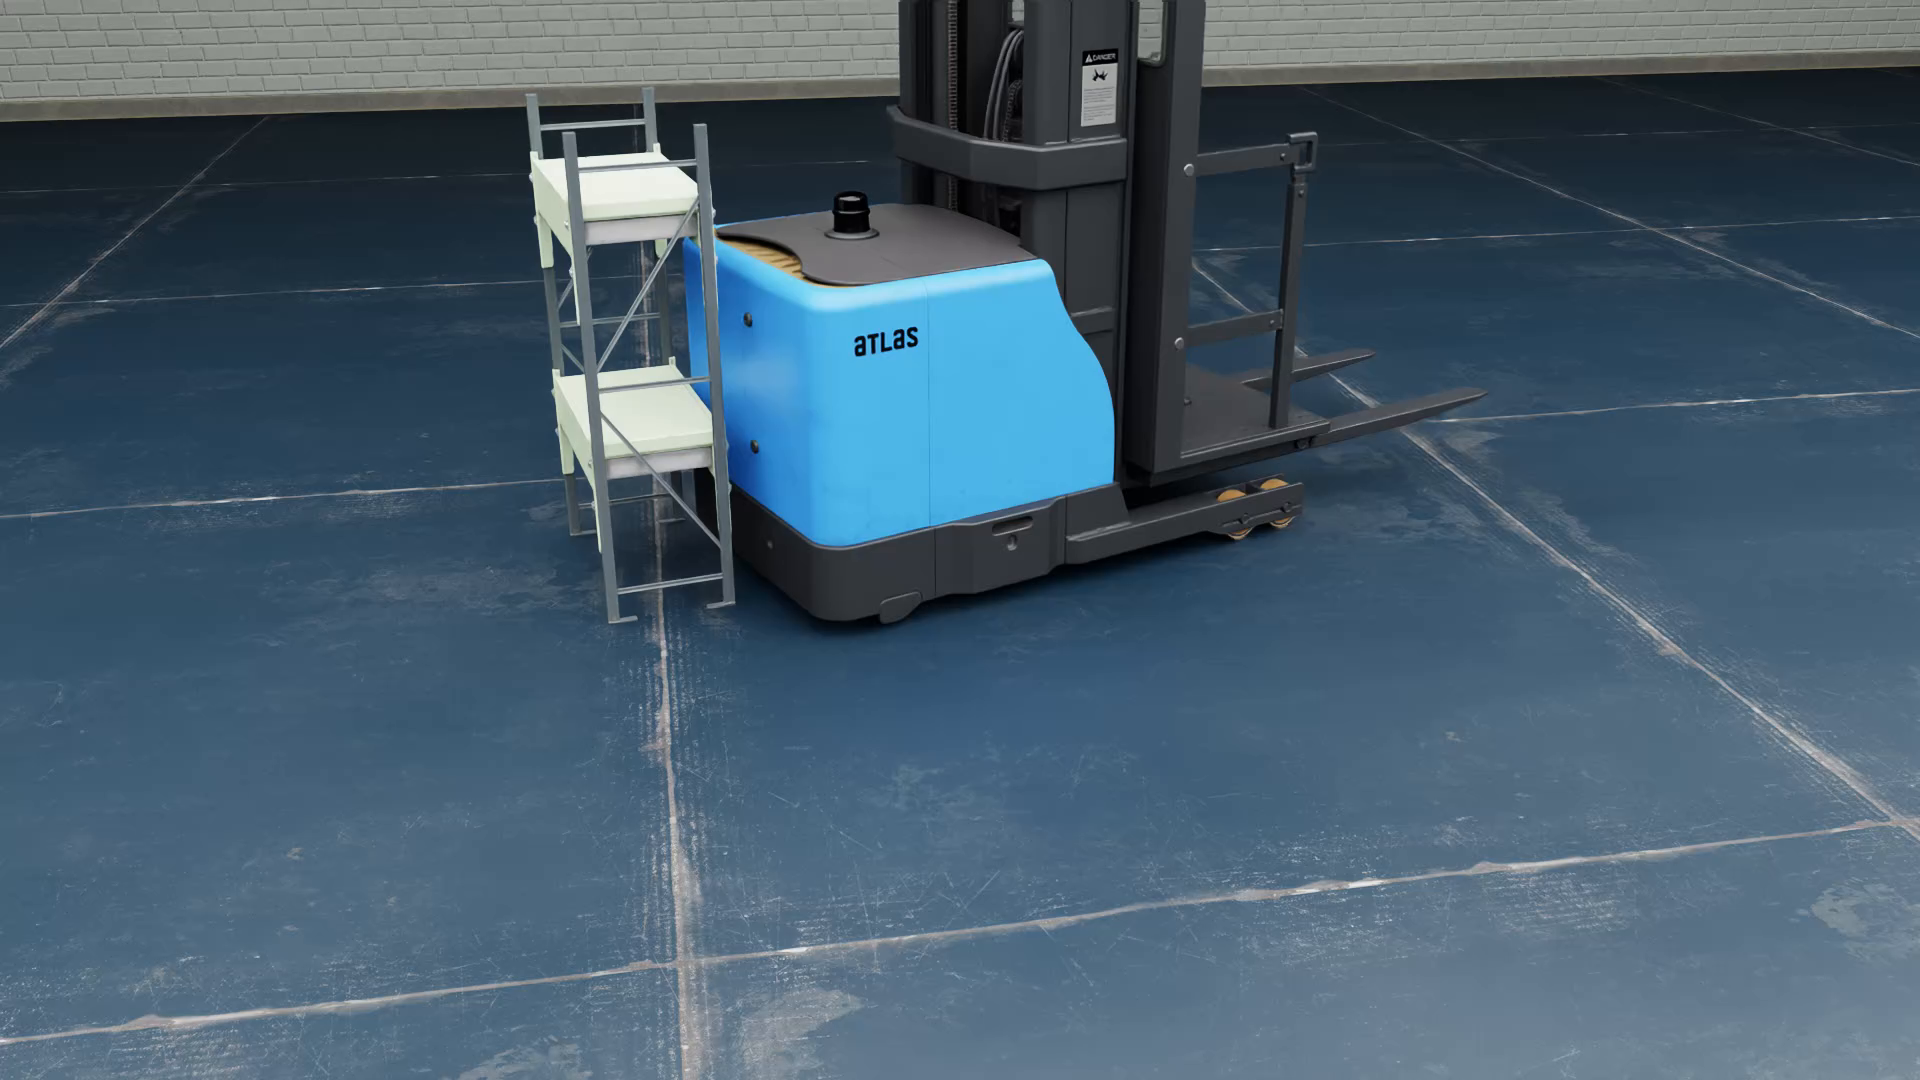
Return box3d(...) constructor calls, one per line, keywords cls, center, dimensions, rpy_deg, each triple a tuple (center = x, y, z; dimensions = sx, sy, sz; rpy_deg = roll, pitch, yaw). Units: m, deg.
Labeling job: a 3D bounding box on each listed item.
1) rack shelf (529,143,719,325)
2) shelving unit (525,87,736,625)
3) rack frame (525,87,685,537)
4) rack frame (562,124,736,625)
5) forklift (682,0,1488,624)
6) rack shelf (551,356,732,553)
box3d(cls="rack shelf", center=(-1.035, -0.950, 5.077), dimensions=(0.431, 0.370, 0.720), rpy_deg=(-9, 25, -19))
box3d(cls="shelving unit", center=(-1.035, -0.593, 5.233), dimensions=(0.431, 1.500, 0.755), rpy_deg=(-9, 25, -19))
box3d(cls="rack frame", center=(-1.167, -0.729, 5.546), dimensions=(0.400, 1.500, 0.023), rpy_deg=(-9, 25, -19))
box3d(cls="rack frame", center=(-0.903, -0.456, 4.920), dimensions=(0.400, 1.500, 0.023), rpy_deg=(-9, 25, -19))
box3d(cls="forklift", center=(0.612, -1.513, 5.553), dimensions=(3.031, 2.935, 1.130), rpy_deg=(-14, 27, -29))
box3d(cls="rack shelf", center=(-1.035, -0.294, 5.363), dimensions=(0.431, 0.370, 0.720), rpy_deg=(-9, 25, -19))
